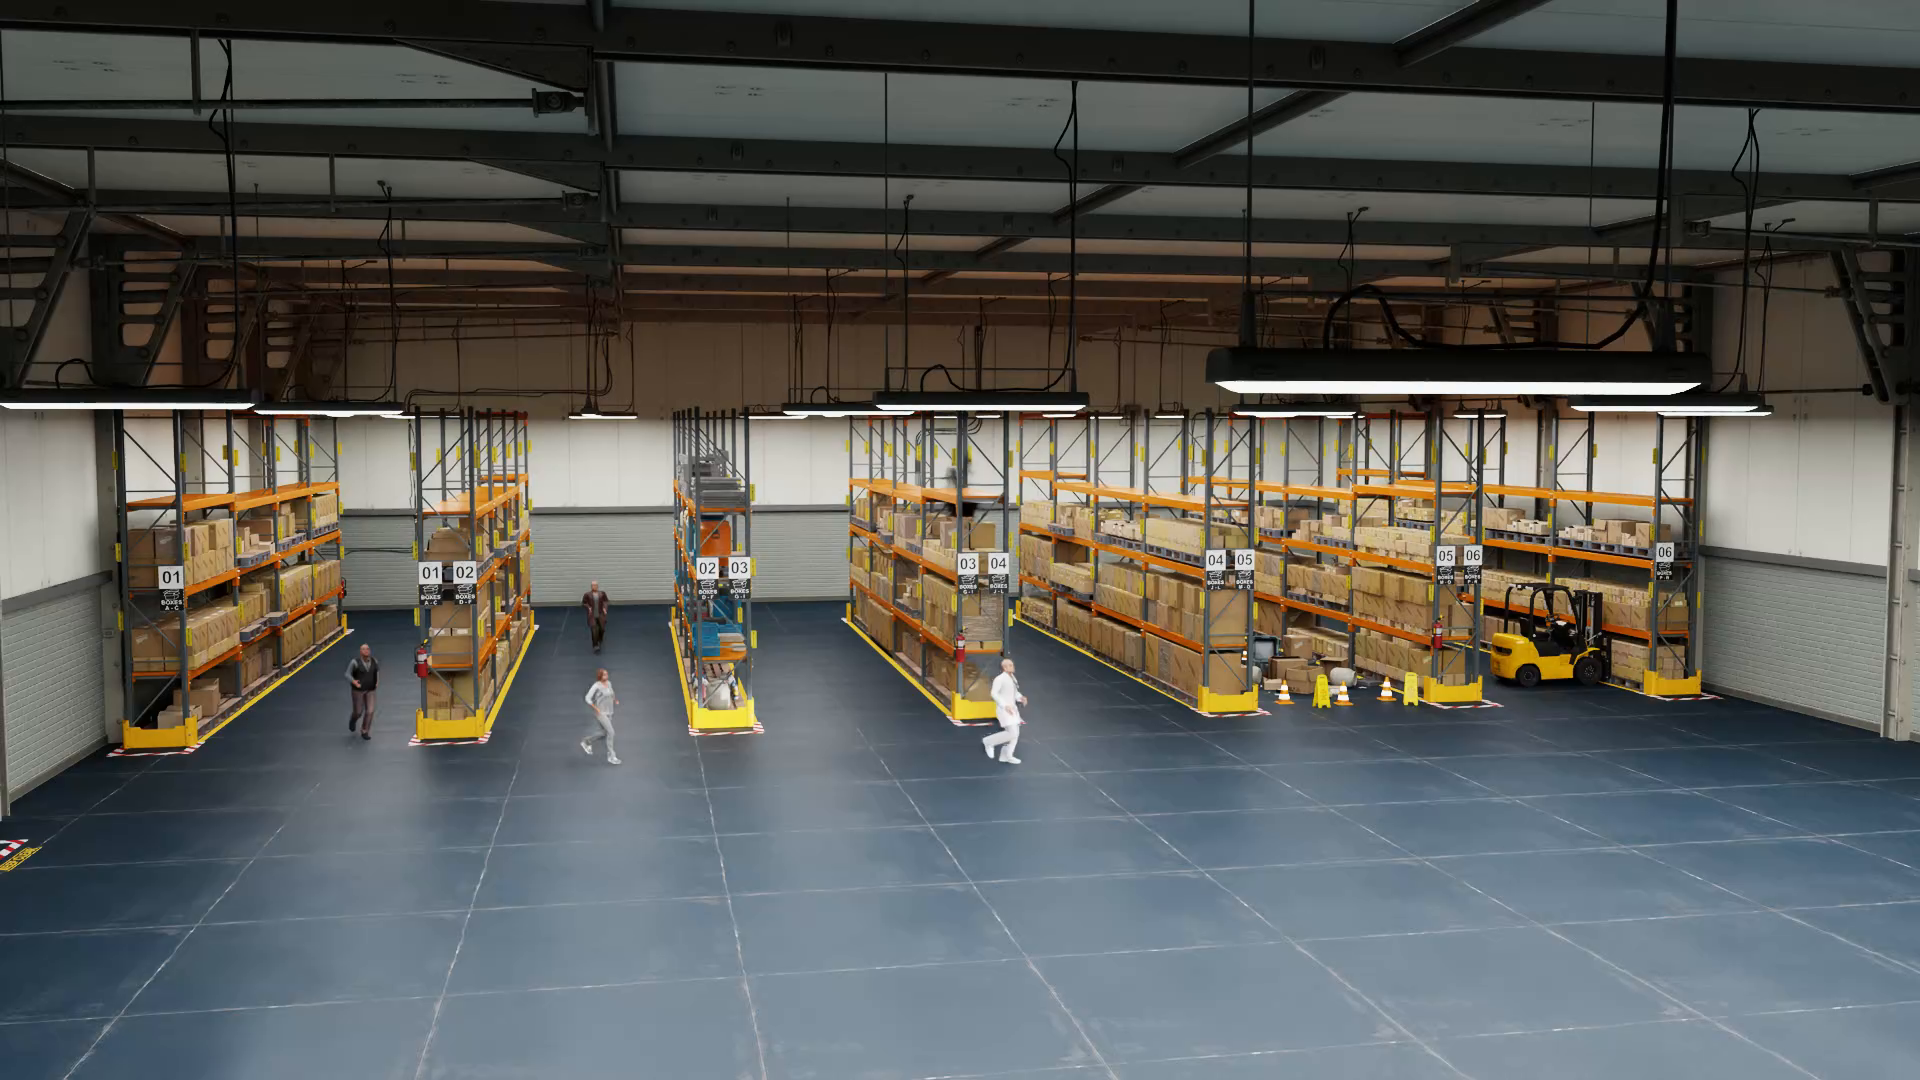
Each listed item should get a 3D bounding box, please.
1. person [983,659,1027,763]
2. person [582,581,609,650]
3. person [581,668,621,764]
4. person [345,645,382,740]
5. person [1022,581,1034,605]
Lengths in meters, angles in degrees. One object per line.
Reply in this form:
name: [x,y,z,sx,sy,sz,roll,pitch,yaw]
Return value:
person: [0.764,2.870,27.978,0.688,1.750,0.705,2,4,22]
person: [-9.071,1.895,41.468,0.676,1.735,0.654,-1,4,-20]
person: [-6.034,2.946,27.975,0.777,1.600,0.530,2,4,23]
person: [-10.821,2.740,30.203,0.678,1.705,0.753,-3,5,-34]
person: [2.091,1.345,49.797,0.666,1.647,0.649,-1,4,-17]
